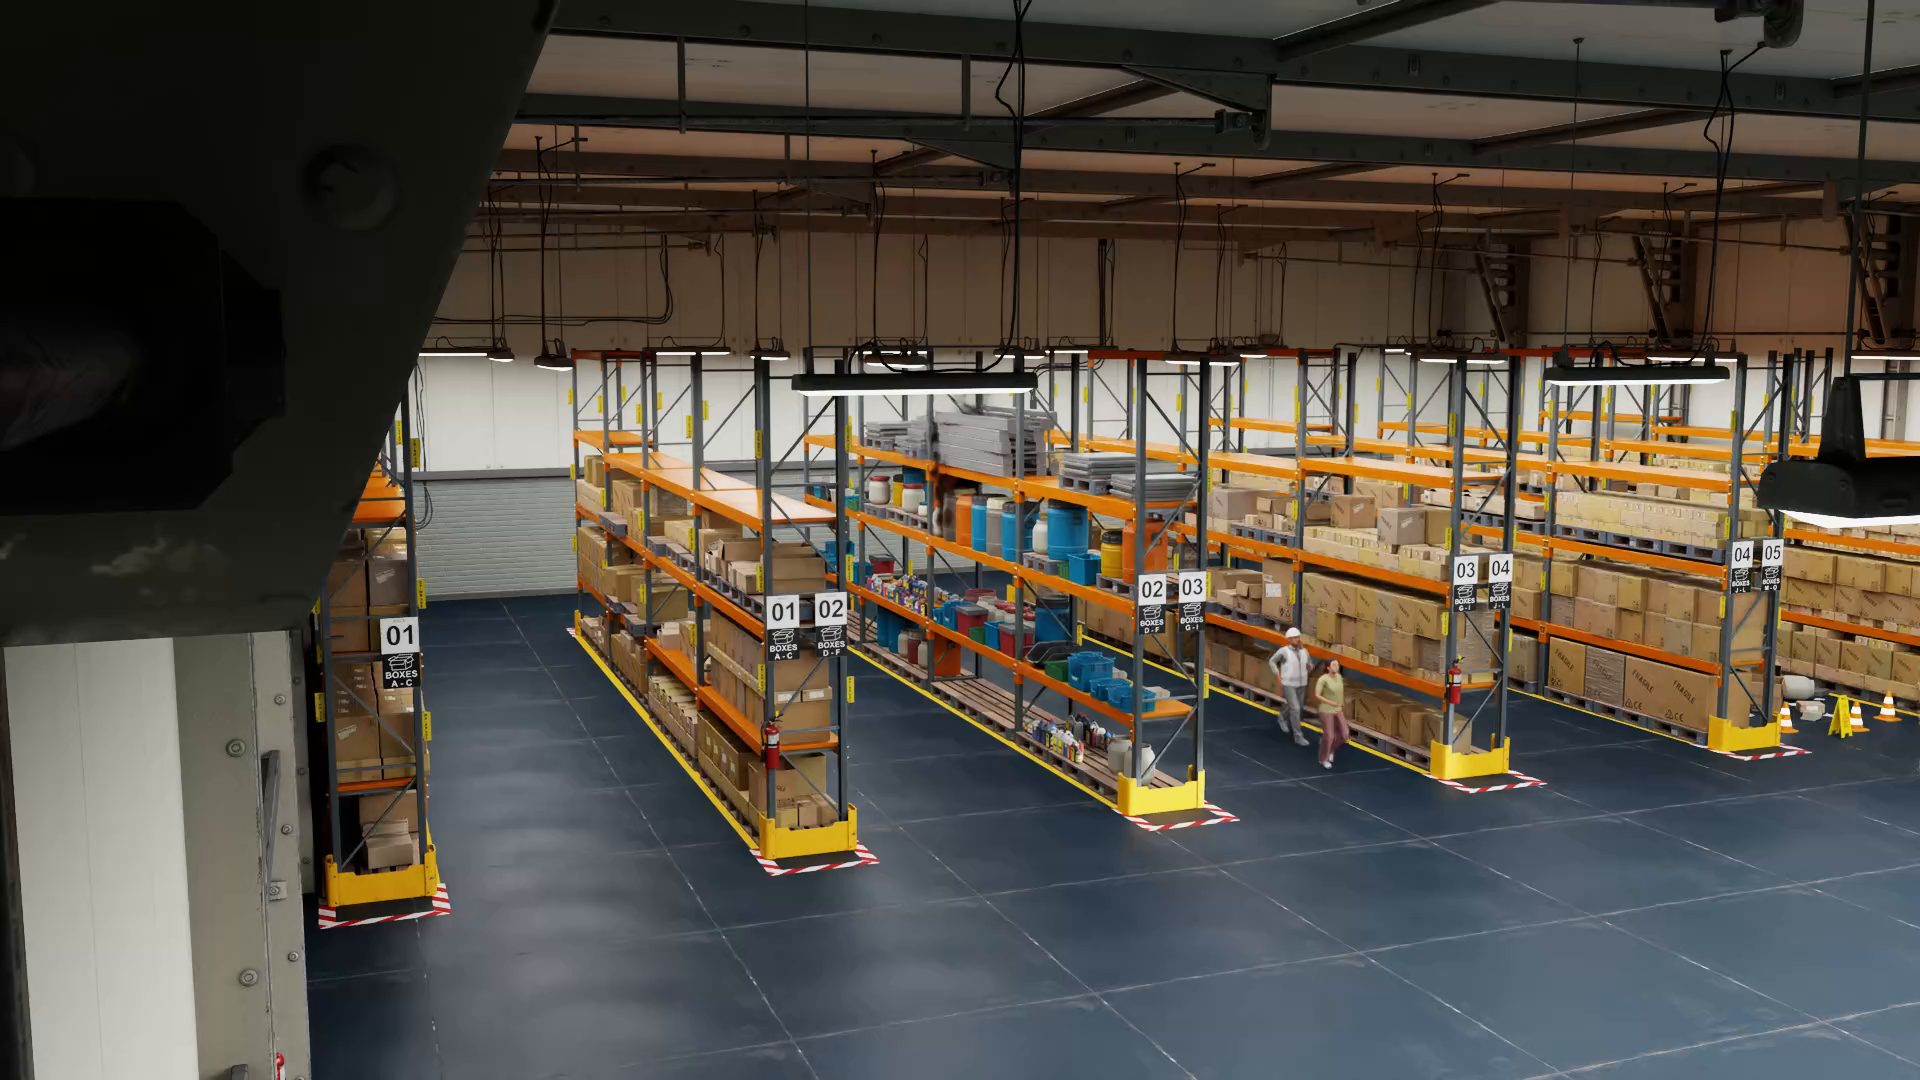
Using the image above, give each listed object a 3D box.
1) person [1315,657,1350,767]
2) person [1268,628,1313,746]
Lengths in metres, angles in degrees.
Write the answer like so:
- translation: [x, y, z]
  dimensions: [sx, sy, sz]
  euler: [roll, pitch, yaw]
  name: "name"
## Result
- translation: [5.444, 2.512, 24.232]
  dimensions: [0.602, 1.639, 0.544]
  euler: [-4, 8, -27]
  name: "person"
- translation: [5.167, 2.232, 25.761]
  dimensions: [0.656, 1.758, 0.970]
  euler: [-3, 8, -25]
  name: "person"
